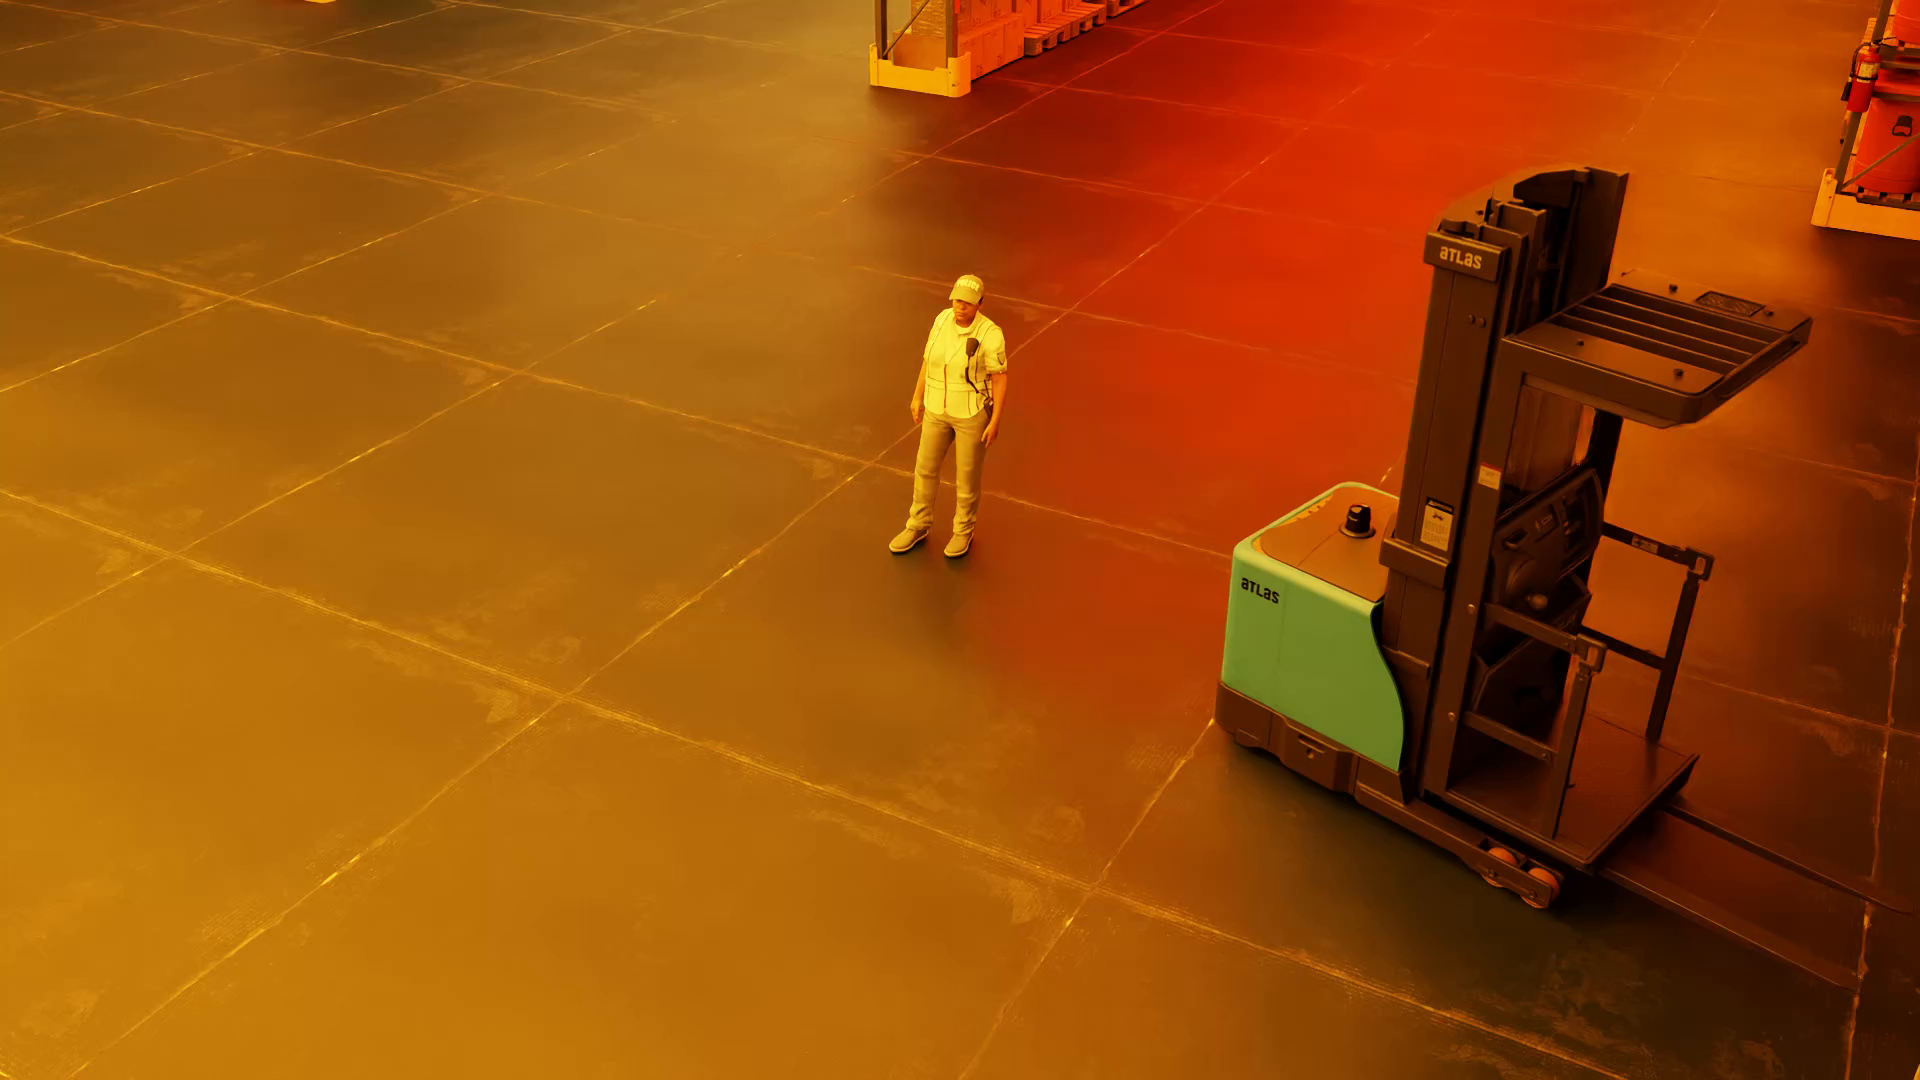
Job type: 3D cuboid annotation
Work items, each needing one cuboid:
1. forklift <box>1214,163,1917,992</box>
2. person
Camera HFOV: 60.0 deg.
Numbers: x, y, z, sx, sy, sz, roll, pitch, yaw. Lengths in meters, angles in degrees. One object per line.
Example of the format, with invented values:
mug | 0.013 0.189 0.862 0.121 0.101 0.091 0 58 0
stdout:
forklift | 2.670 0.036 7.009 3.031 2.935 1.130 27 39 38
person | -0.057 -0.701 9.534 0.598 1.670 0.529 15 33 25
